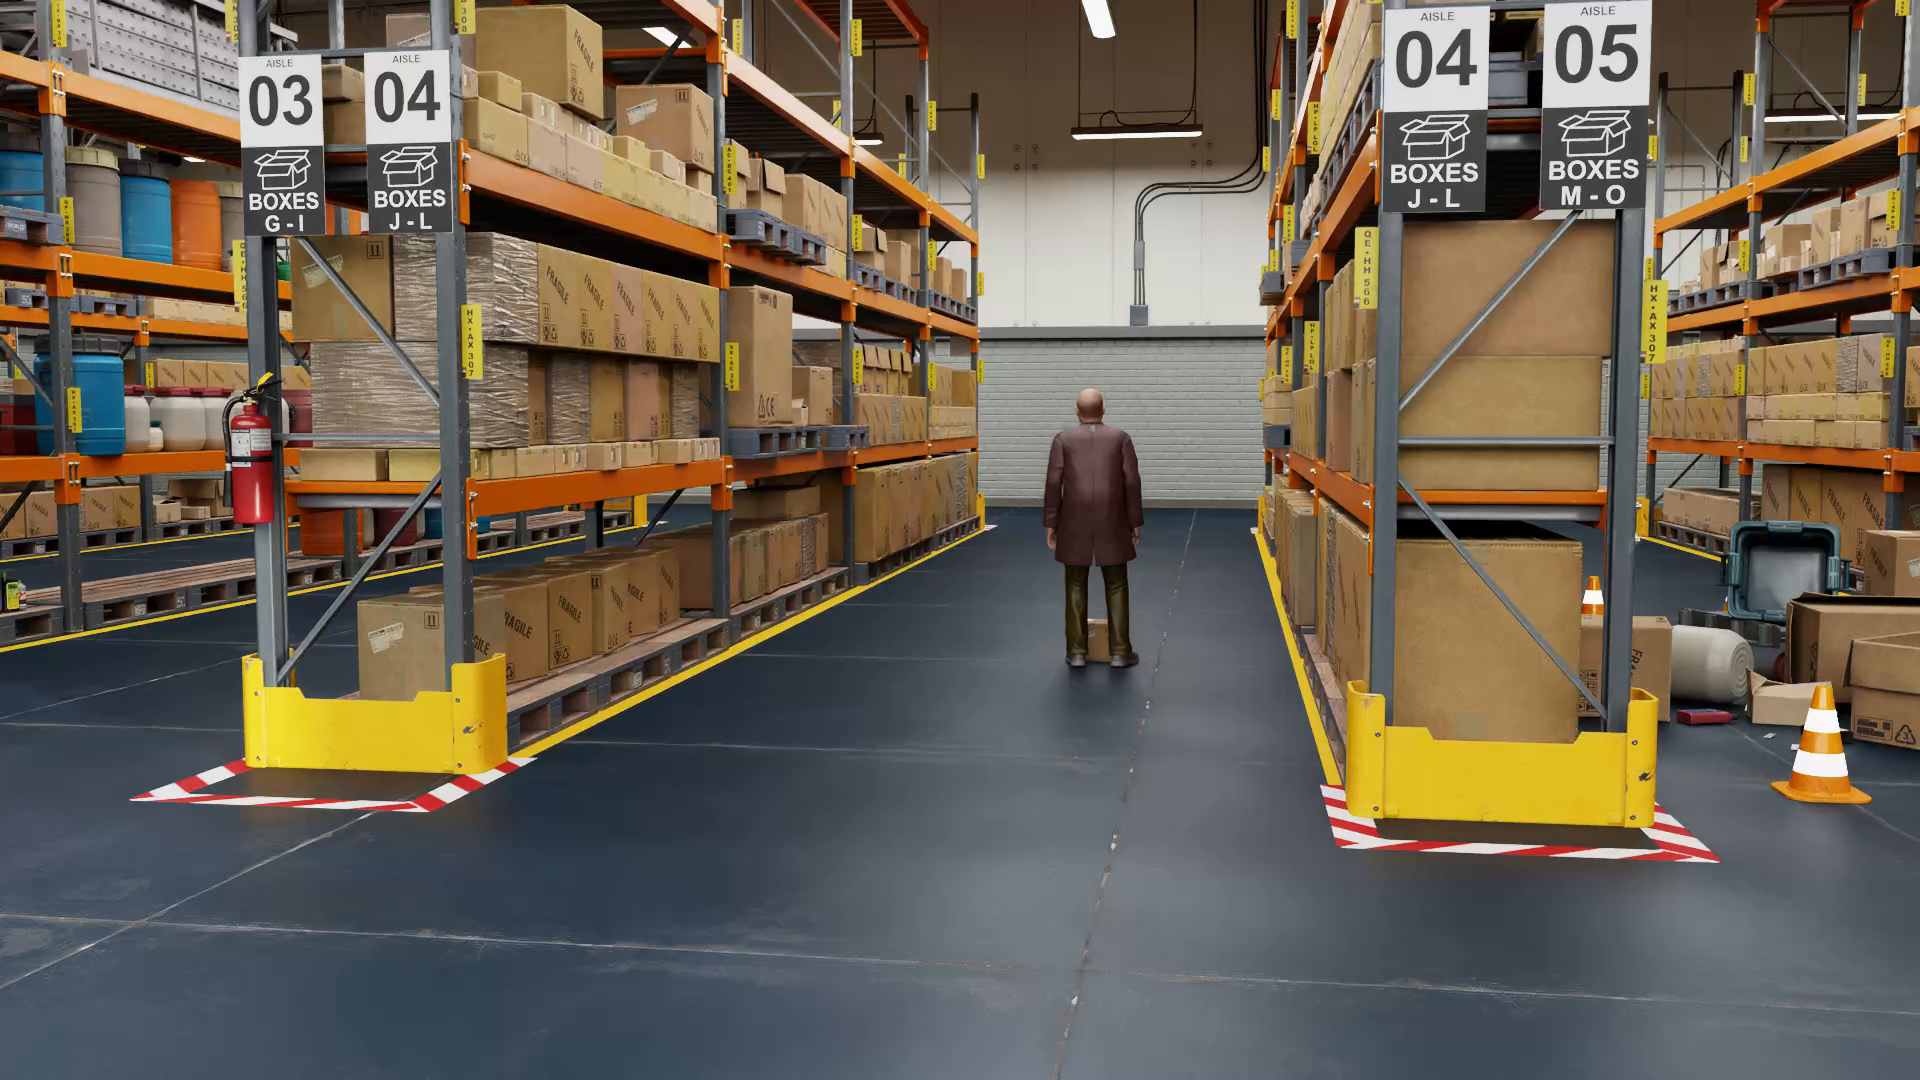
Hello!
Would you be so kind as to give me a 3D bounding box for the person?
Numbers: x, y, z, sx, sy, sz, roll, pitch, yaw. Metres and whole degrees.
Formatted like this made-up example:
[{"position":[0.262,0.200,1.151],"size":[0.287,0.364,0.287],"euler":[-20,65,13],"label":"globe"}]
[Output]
[{"position":[0.853,-0.081,10.660],"size":[0.648,1.772,0.429],"euler":[0,4,5],"label":"person"}]
